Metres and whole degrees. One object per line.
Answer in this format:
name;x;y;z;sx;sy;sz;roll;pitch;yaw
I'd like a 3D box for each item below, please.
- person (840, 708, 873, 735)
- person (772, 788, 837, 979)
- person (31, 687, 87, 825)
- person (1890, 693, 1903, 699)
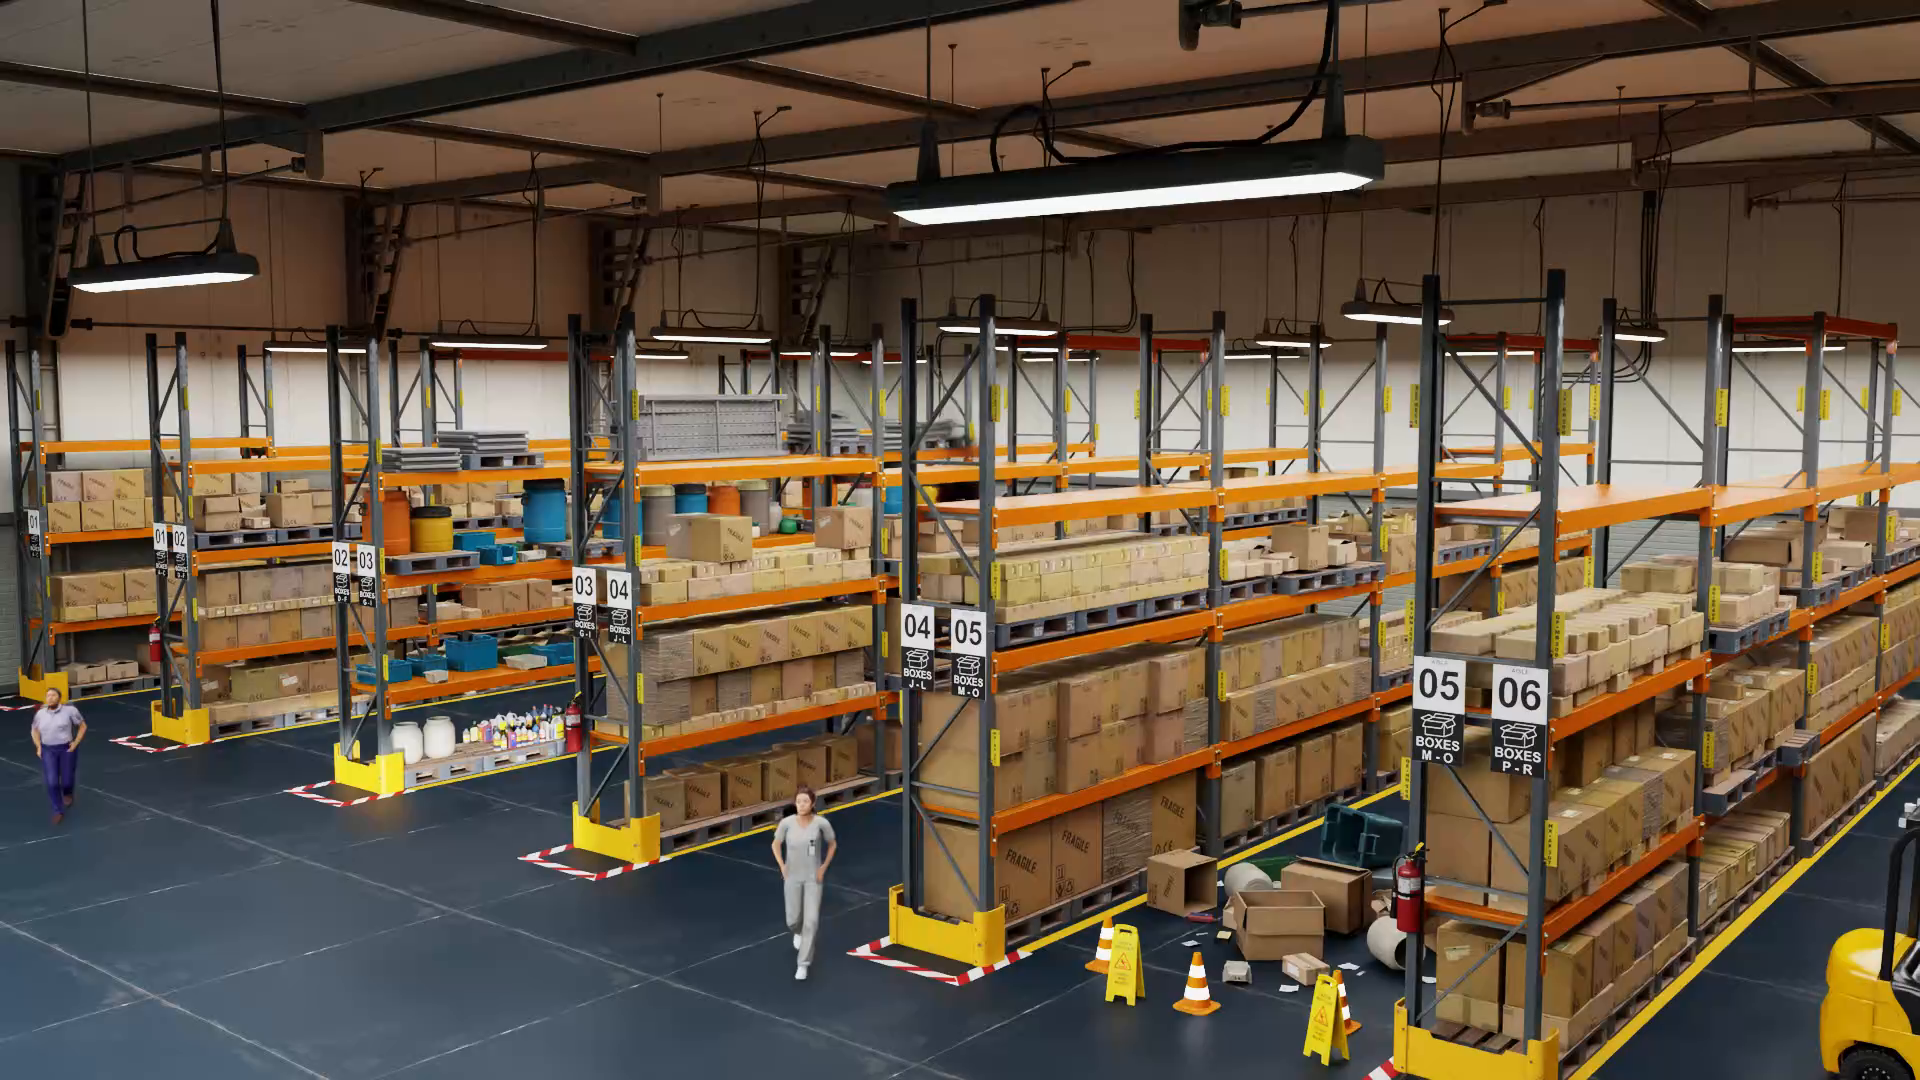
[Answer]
person;-1.569;2.093;25.121;0.520;1.595;0.855;3;6;26
person;-1.390;3.022;14.882;0.581;1.663;0.691;0;5;0
person;-10.863;2.579;20.055;0.602;1.613;0.585;-2;5;-19
person;14.302;1.969;26.006;0.738;1.722;0.774;-4;7;-39
